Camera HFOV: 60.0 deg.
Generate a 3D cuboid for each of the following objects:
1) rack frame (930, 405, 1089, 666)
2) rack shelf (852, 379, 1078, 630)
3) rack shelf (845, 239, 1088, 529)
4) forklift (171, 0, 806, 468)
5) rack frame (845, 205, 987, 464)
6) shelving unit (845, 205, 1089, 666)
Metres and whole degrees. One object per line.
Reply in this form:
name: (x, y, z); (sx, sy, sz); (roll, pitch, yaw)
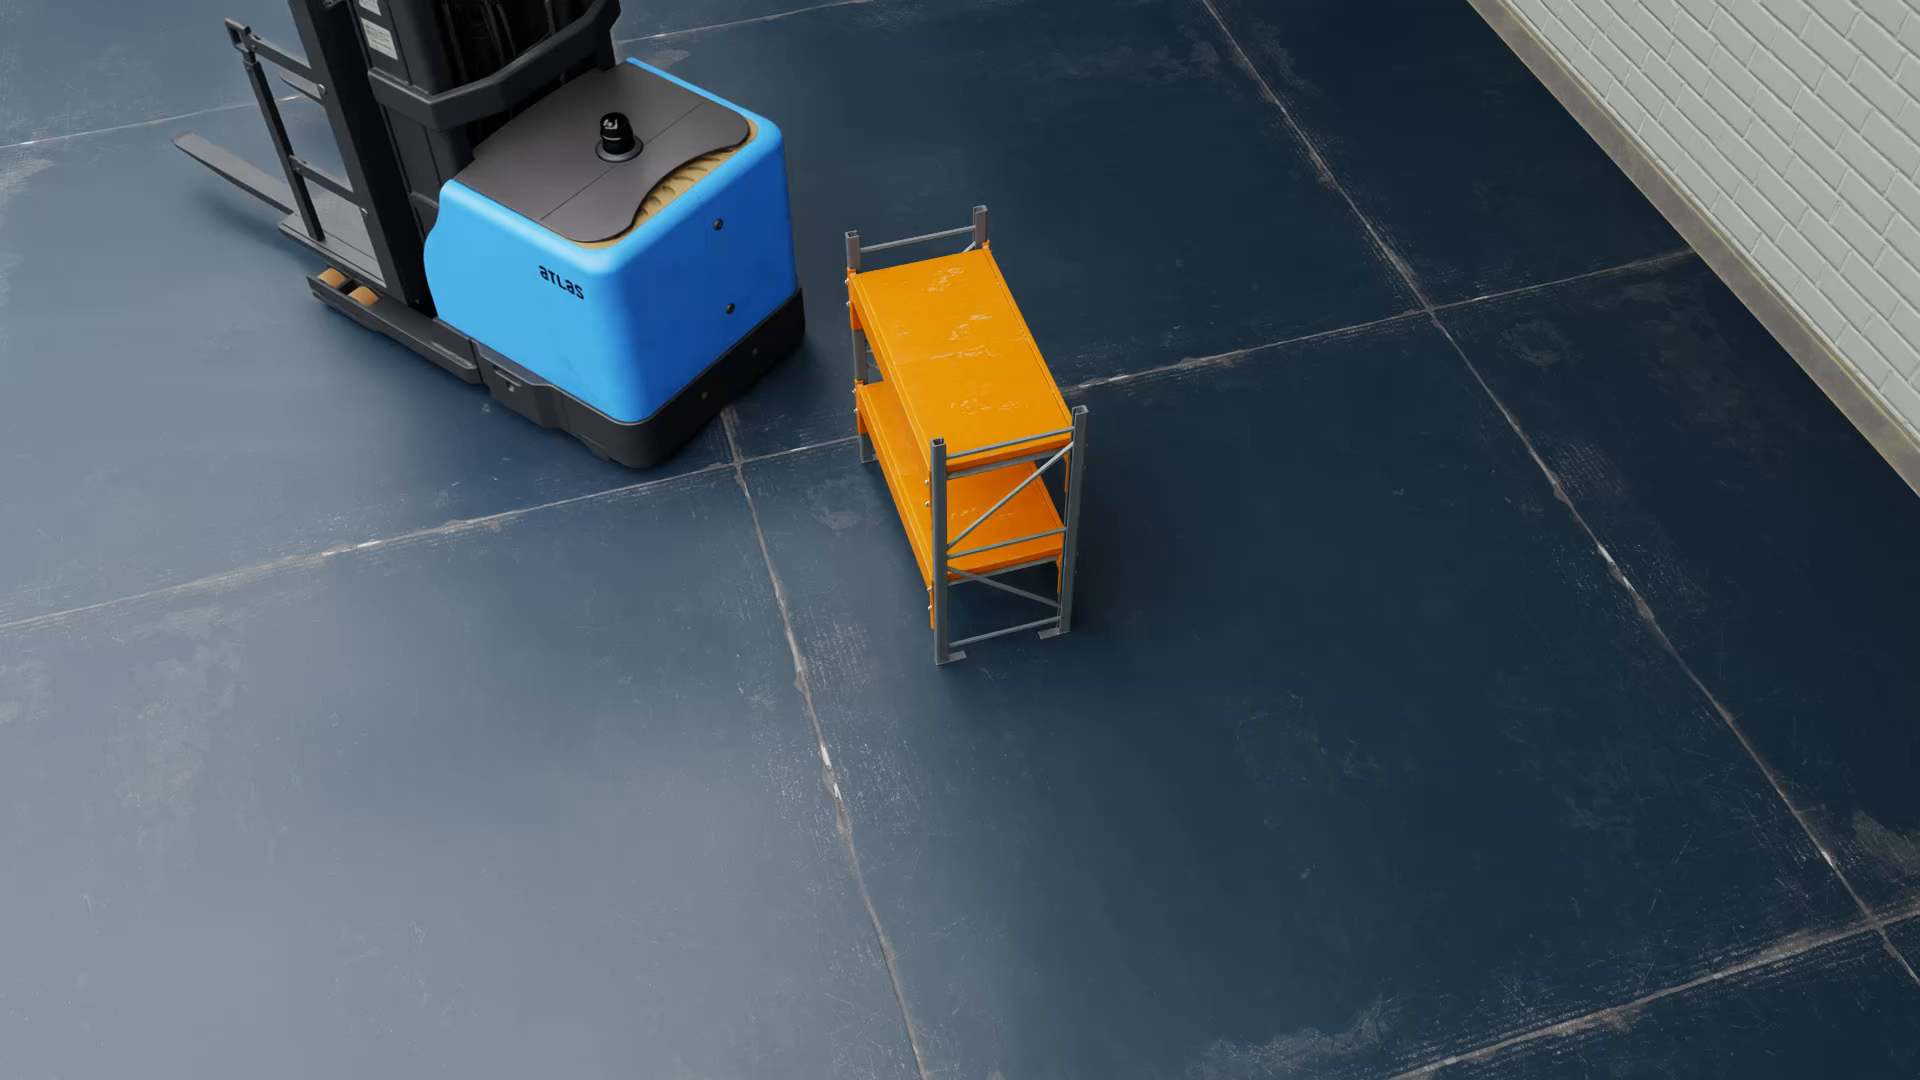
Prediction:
rack frame: (0.152, 0.014, 5.503); (0.500, 1.125, 0.032); (-13, 51, -11)
rack shelf: (0.002, -0.200, 6.003); (0.538, 0.278, 1.000); (-13, 51, -11)
rack shelf: (0.002, -0.546, 5.592); (0.538, 0.278, 1.000); (-13, 51, -11)
forklift: (-2.133, -2.143, 6.140); (3.031, 2.935, 1.130); (29, 56, 22)
rack frame: (-0.148, -0.729, 6.129); (0.500, 1.125, 0.032); (-13, 51, -11)
shelving unit: (0.002, -0.358, 5.816); (0.538, 1.125, 1.048); (-13, 51, -11)
